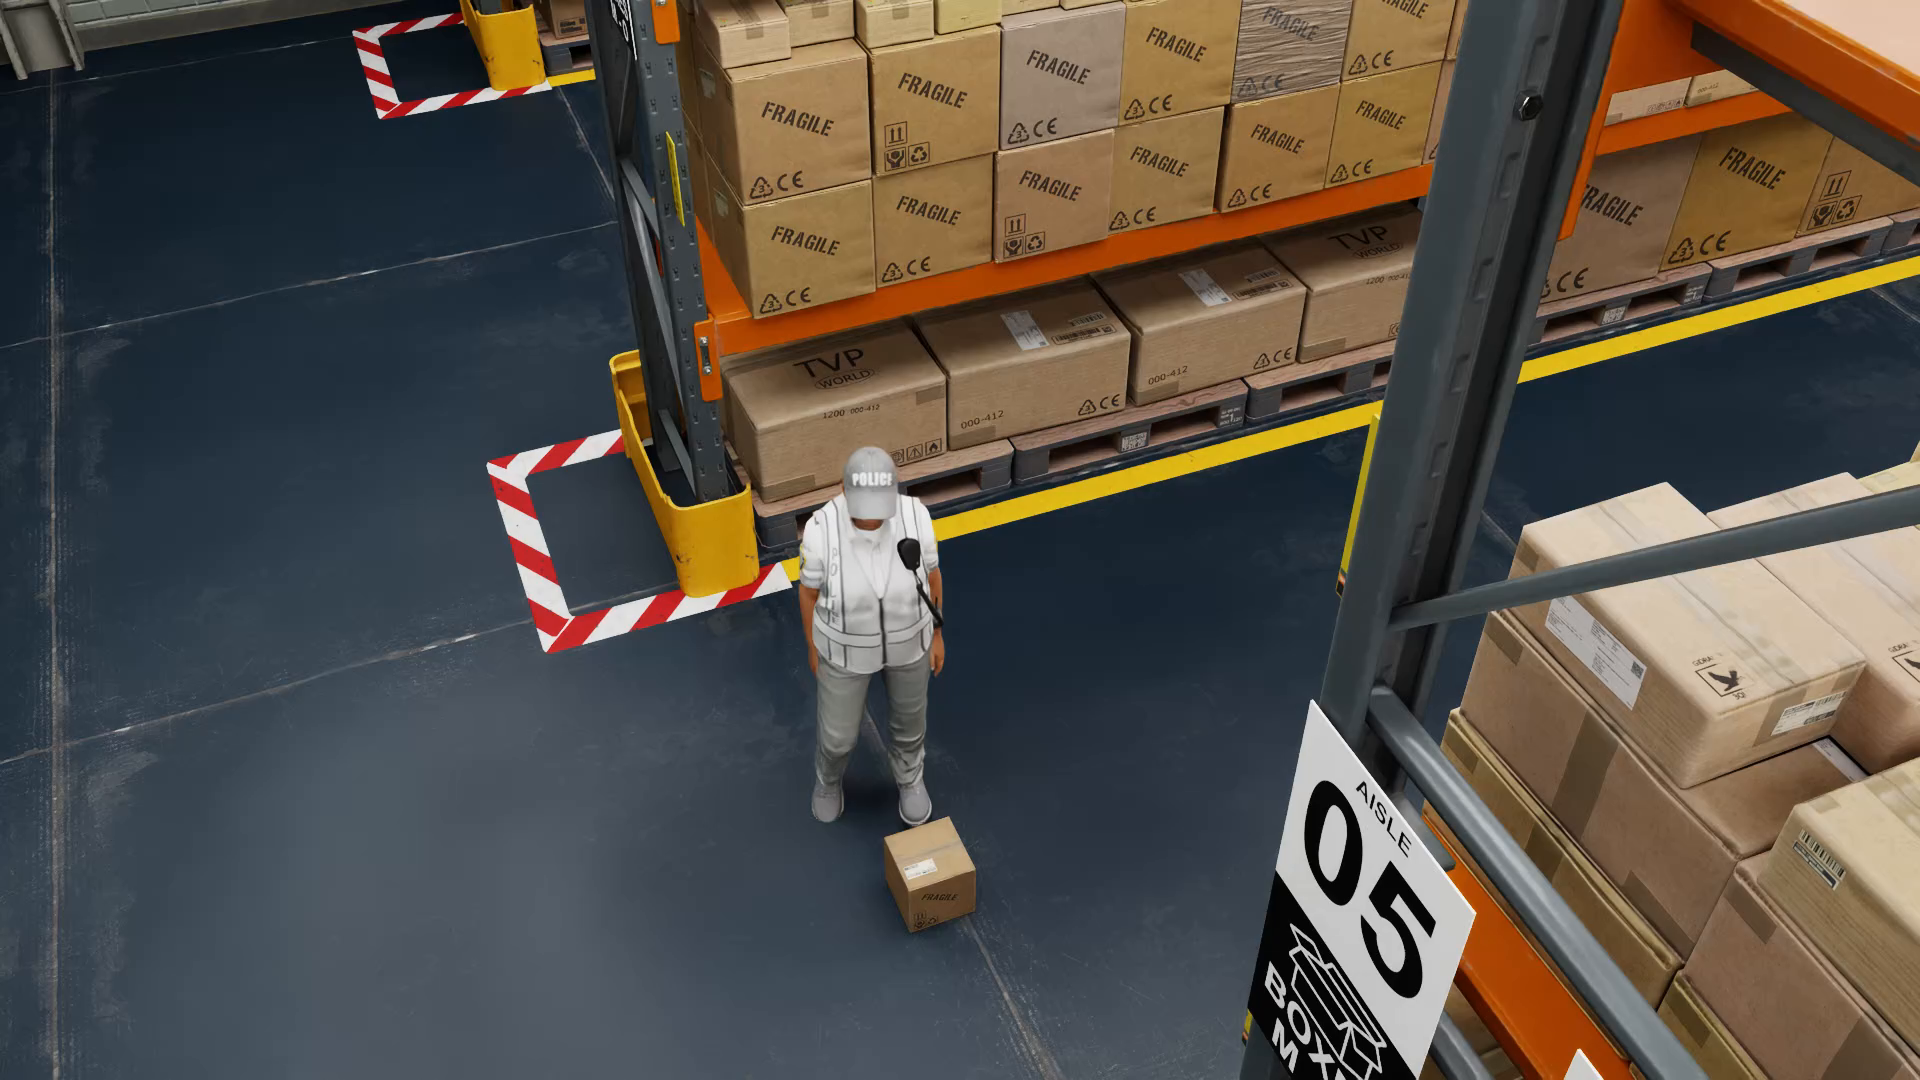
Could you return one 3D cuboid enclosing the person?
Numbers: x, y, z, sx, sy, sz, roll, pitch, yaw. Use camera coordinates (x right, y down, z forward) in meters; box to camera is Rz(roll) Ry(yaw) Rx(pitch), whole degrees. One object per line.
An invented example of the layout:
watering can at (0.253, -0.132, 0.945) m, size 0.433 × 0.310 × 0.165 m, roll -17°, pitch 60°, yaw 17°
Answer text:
person at (-0.304, 0.375, 5.754) m, size 0.516 × 1.718 × 0.393 m, roll -10°, pitch 43°, yaw -11°
